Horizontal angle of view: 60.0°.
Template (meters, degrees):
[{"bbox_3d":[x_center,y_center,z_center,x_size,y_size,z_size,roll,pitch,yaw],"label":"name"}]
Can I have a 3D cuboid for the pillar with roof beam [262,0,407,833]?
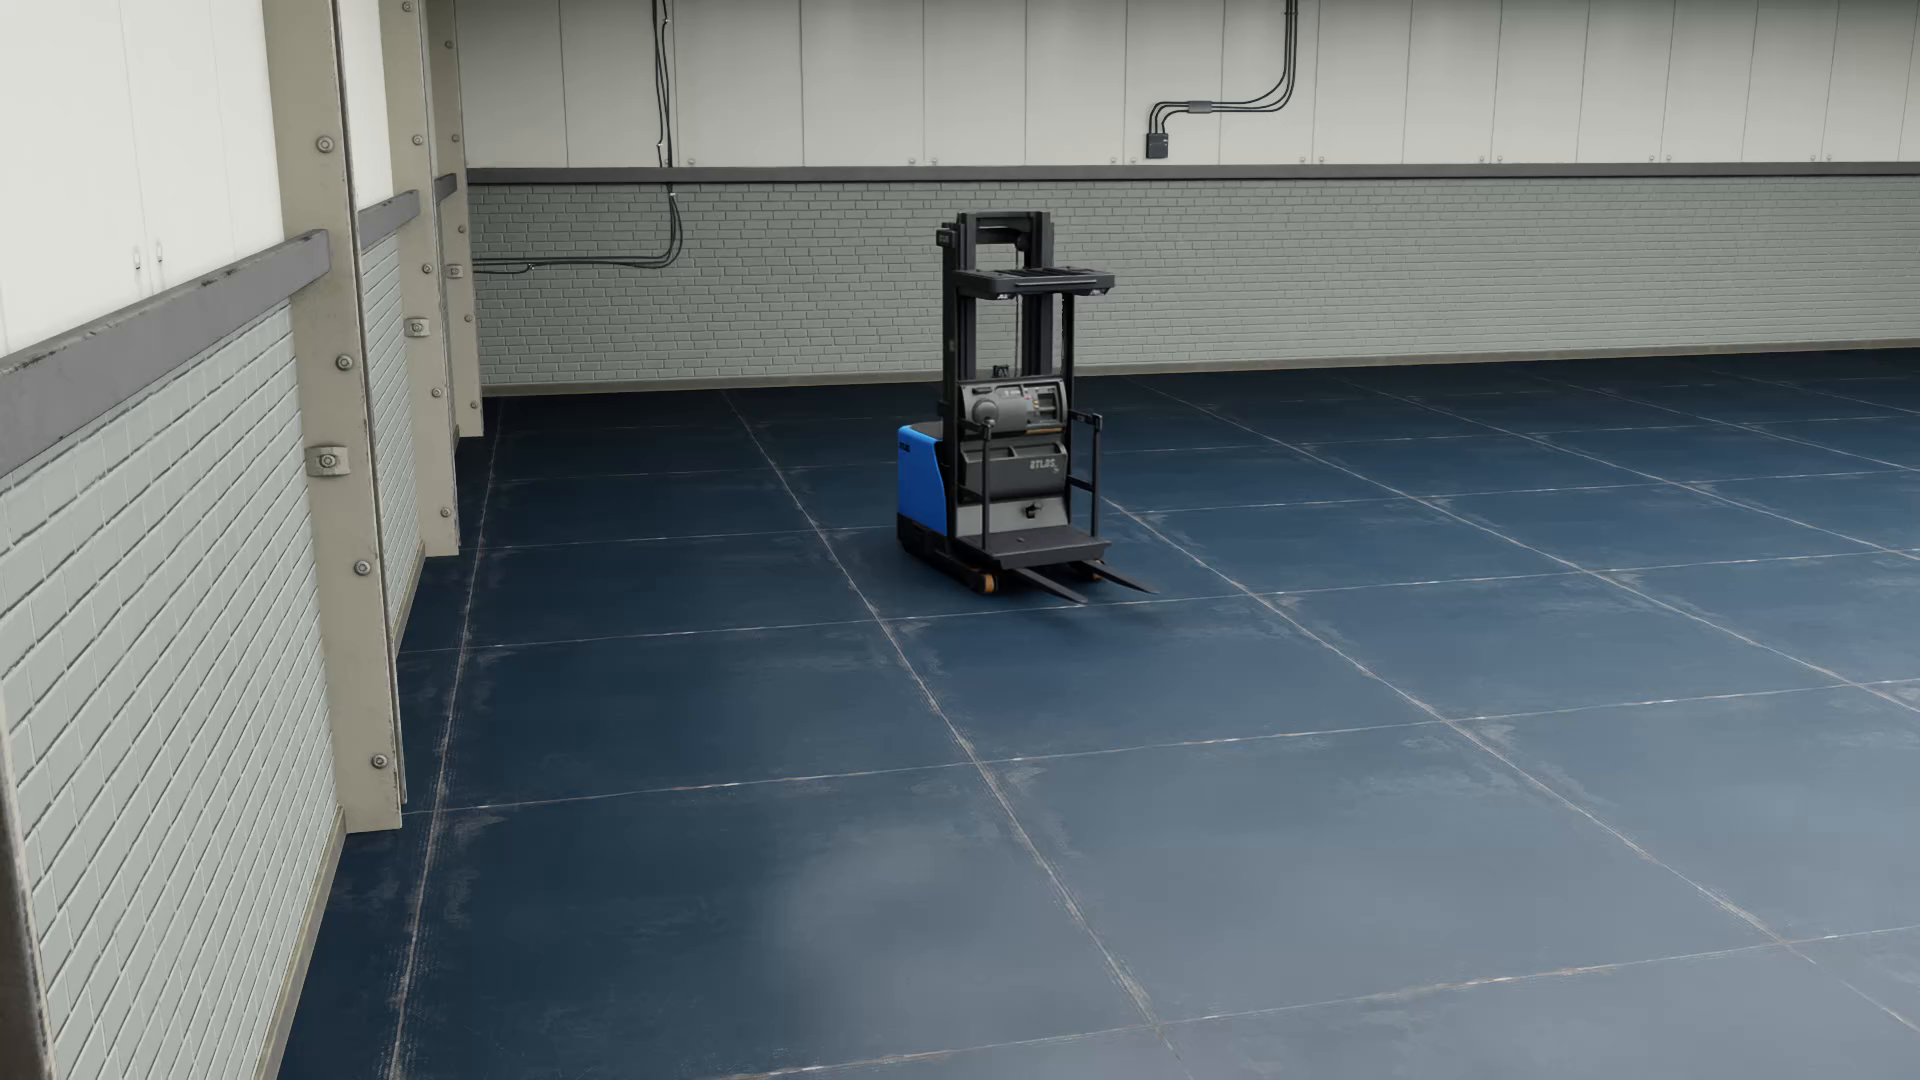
[{"bbox_3d":[1.053,-3.135,8.798,9.100,9.000,0.400,-3,14,-13],"label":"pillar with roof beam"}]

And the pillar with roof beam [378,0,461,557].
[{"bbox_3d":[-0.356,-4.519,14.463,9.100,9.000,0.400,-3,14,-13],"label":"pillar with roof beam"}]

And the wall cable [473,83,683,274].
[{"bbox_3d":[-5.356,-4.908,22.598,3.097,2.526,0.112,-3,14,-13],"label":"wall cable"}]

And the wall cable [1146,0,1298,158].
[{"bbox_3d":[3.875,-8.594,23.977,2.305,6.003,0.169,-3,14,-13],"label":"wall cable"}]

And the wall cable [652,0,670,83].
[{"bbox_3d":[-2.727,-7.512,22.616,3.097,2.526,0.112,-3,14,-13],"label":"wall cable"}]

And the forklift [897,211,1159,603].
[{"bbox_3d":[0.534,-1.111,13.297,1.130,2.935,3.031,-6,15,-25],"label":"forklift"}]

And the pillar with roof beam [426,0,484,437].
[{"bbox_3d":[-1.765,-5.903,20.129,9.100,9.000,0.400,-3,14,-13],"label":"pillar with roof beam"}]
